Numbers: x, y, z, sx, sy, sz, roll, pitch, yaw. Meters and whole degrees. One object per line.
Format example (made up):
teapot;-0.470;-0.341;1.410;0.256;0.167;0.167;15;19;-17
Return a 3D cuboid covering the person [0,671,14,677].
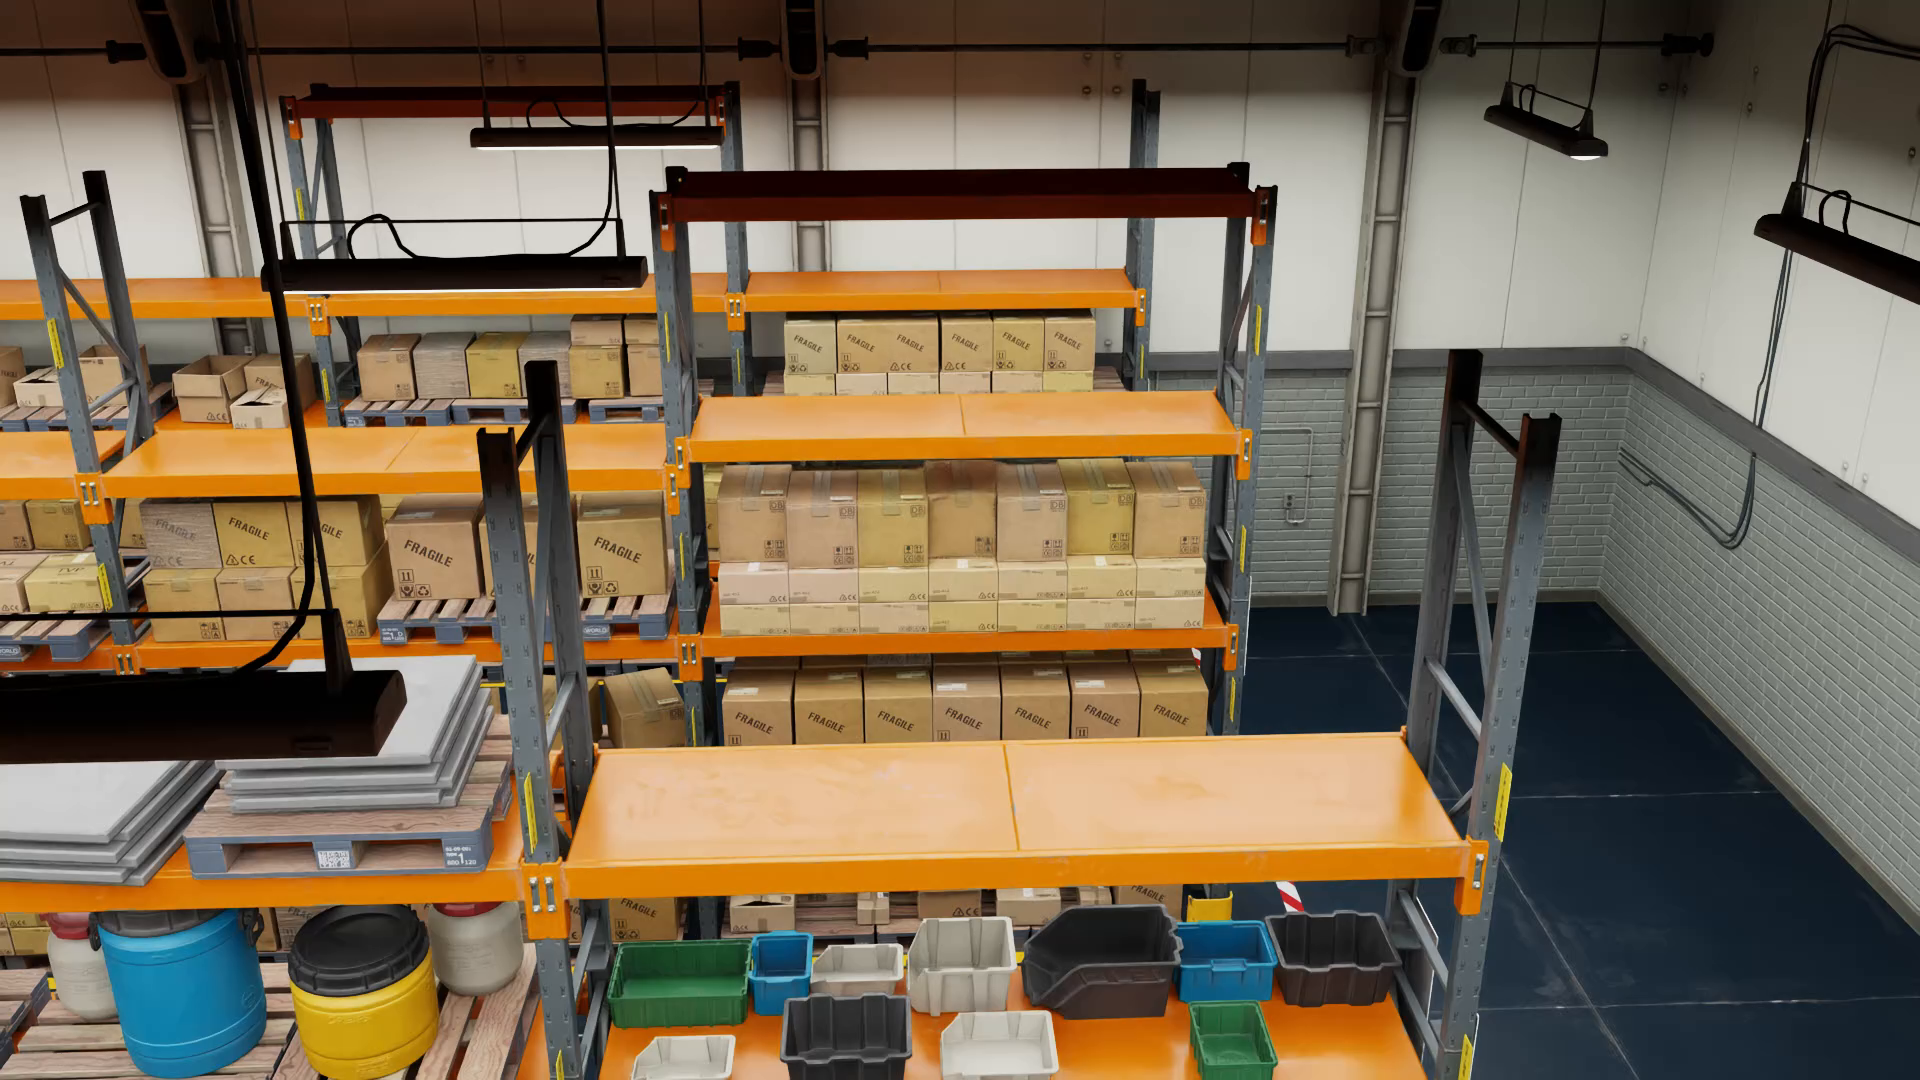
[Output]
person;-8.435;1.729;14.648;0.462;1.677;0.526;2;22;6
